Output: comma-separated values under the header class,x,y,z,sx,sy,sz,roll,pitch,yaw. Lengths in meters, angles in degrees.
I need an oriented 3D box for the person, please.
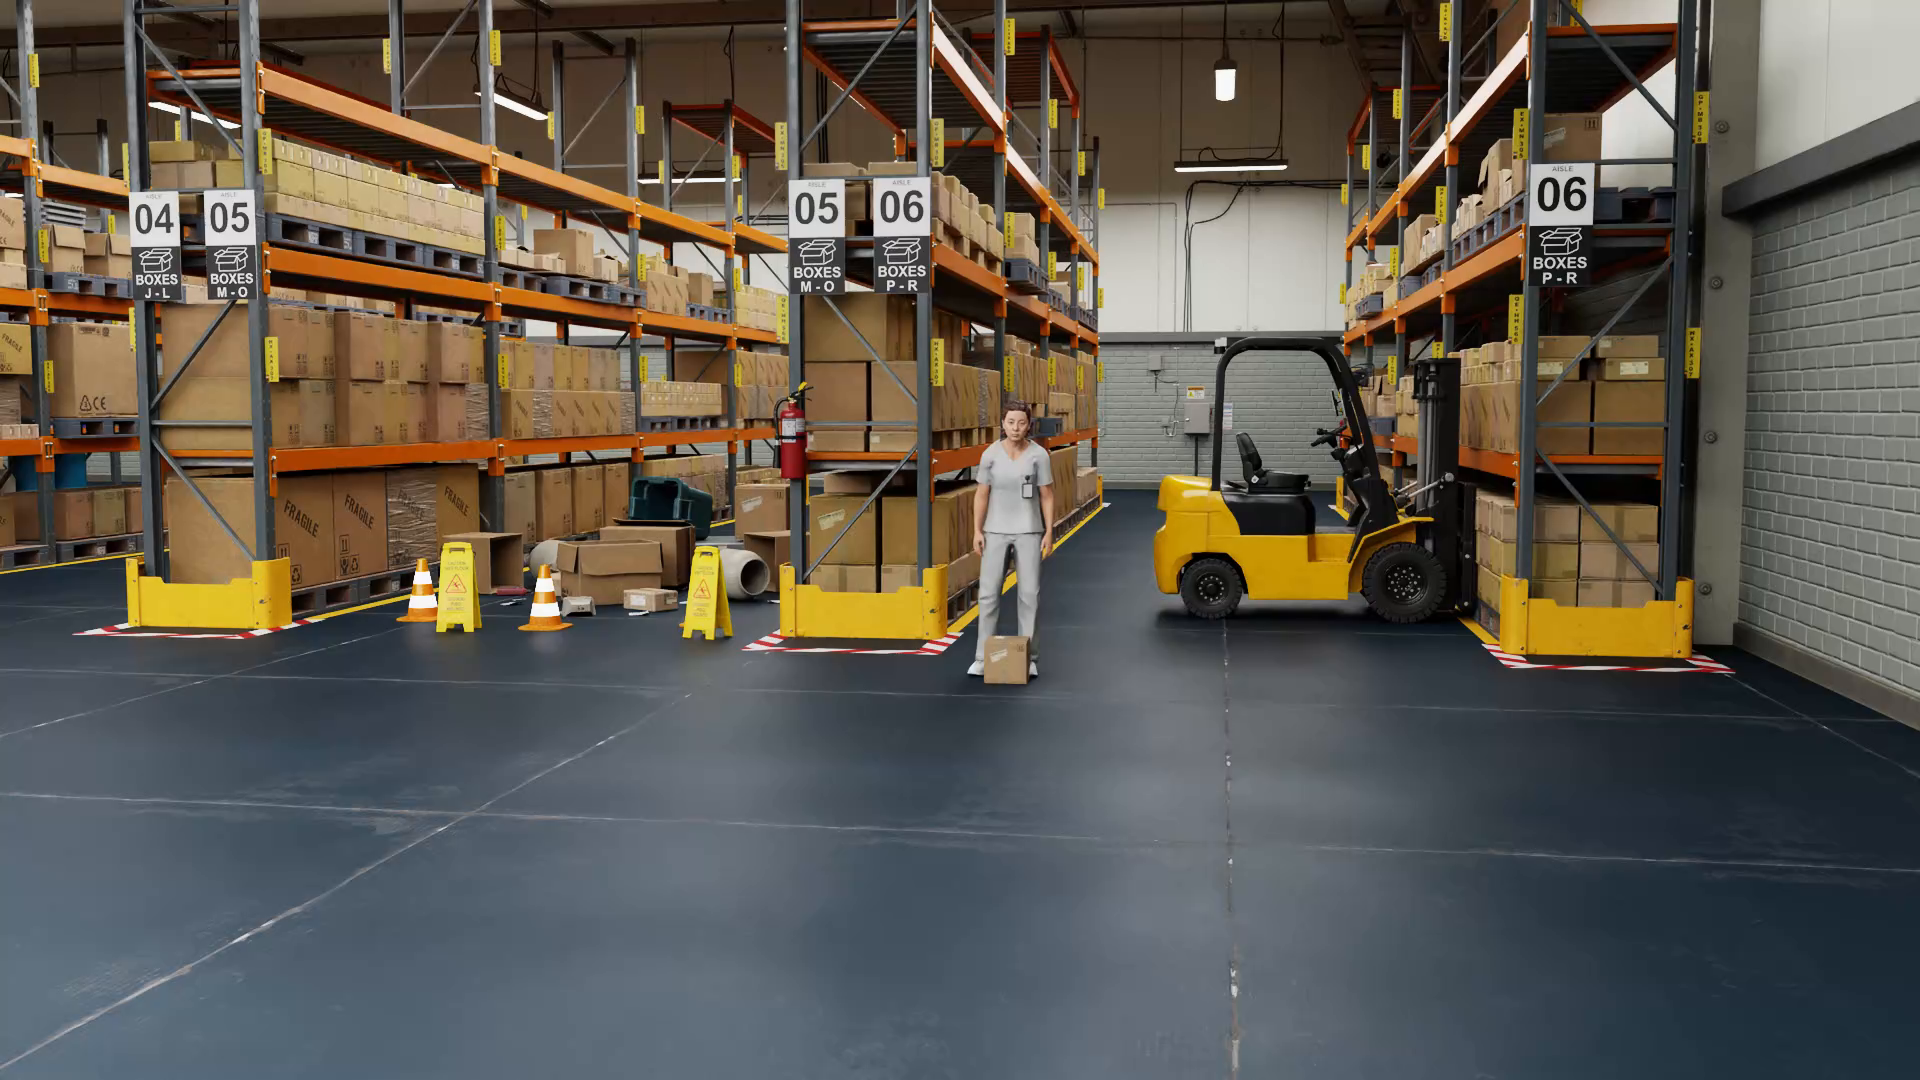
class,x,y,z,sx,sy,sz,roll,pitch,yaw
person,0.314,-0.017,10.079,0.514,1.671,0.361,0,5,5
